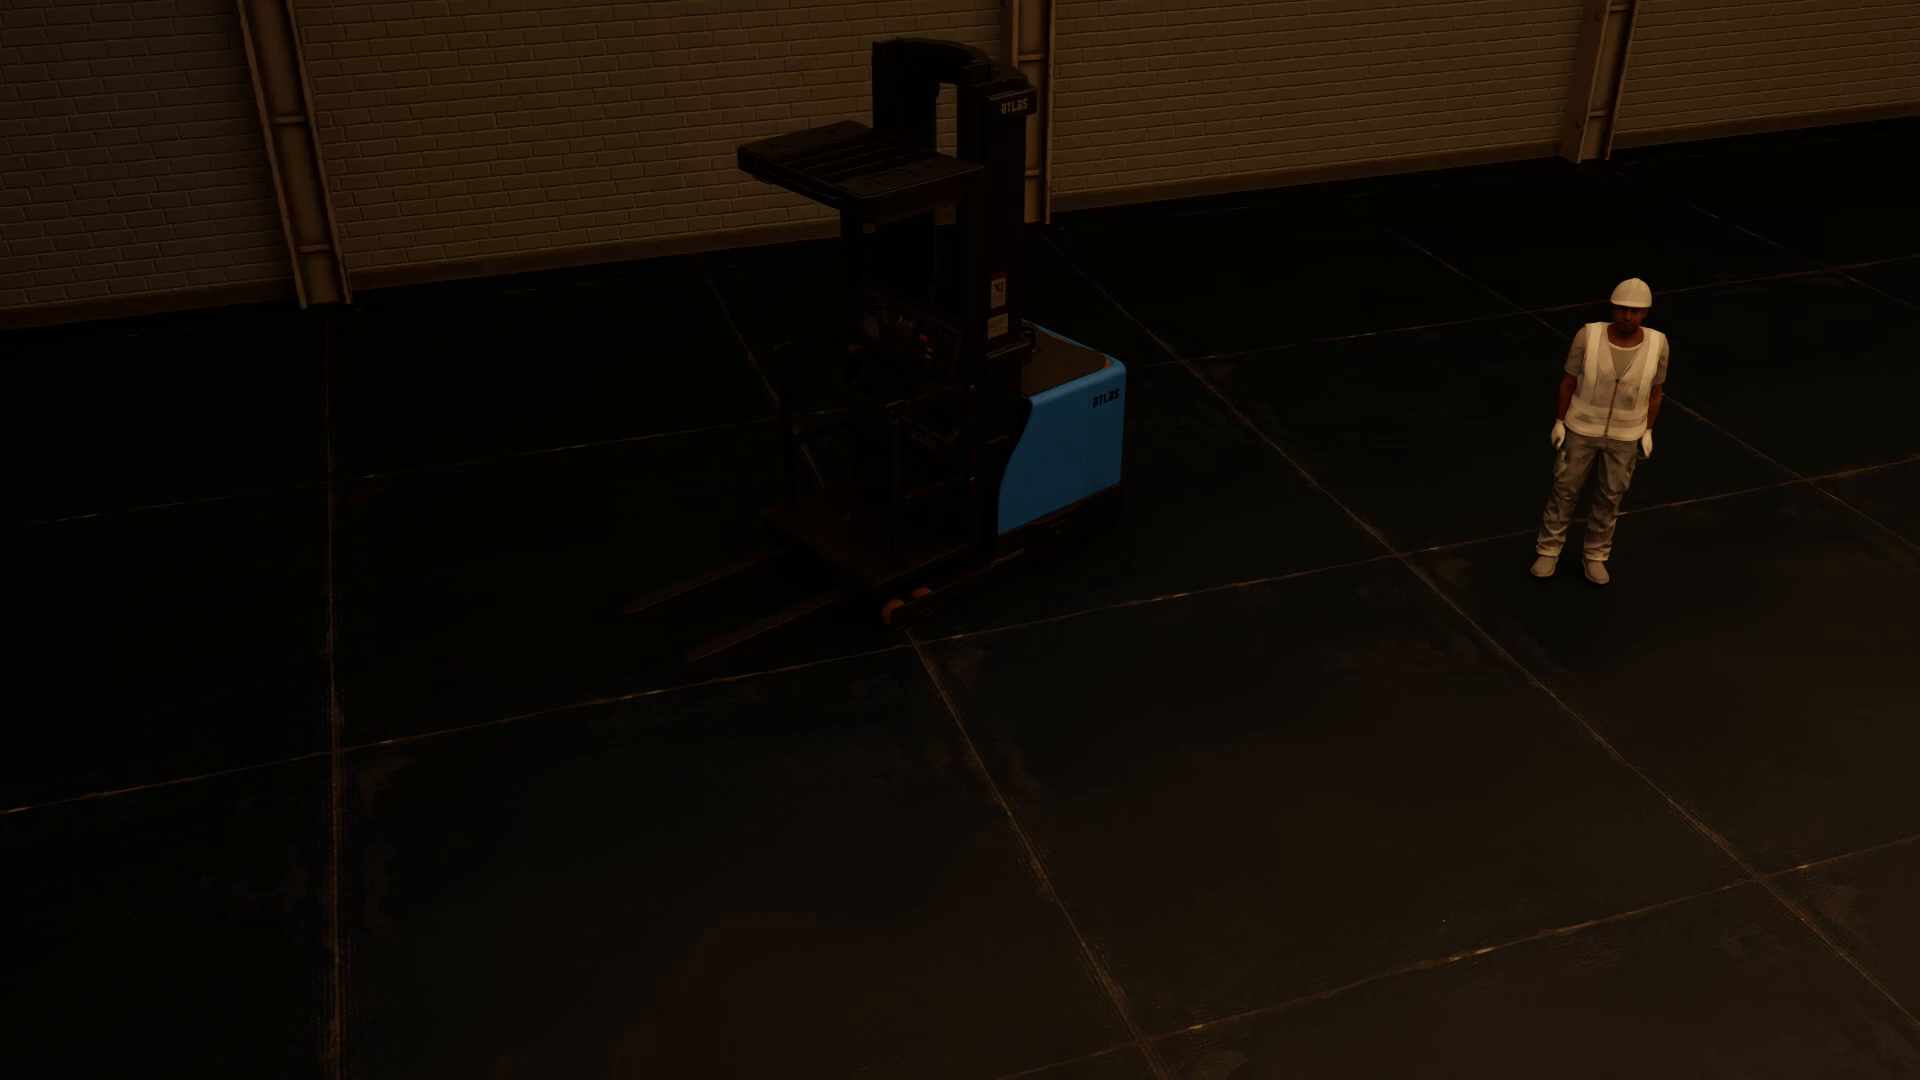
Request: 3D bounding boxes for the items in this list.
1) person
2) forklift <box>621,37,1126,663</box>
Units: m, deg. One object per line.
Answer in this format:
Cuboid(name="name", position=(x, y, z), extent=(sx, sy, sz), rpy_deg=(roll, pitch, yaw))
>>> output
Cuboid(name="person", position=(3.590, -0.598, 9.275), extent=(0.539, 1.790, 0.374), rpy_deg=(7, 31, 13))
Cuboid(name="forklift", position=(-0.461, -1.072, 8.951), extent=(3.031, 2.935, 1.130), rpy_deg=(-23, 37, -34))
